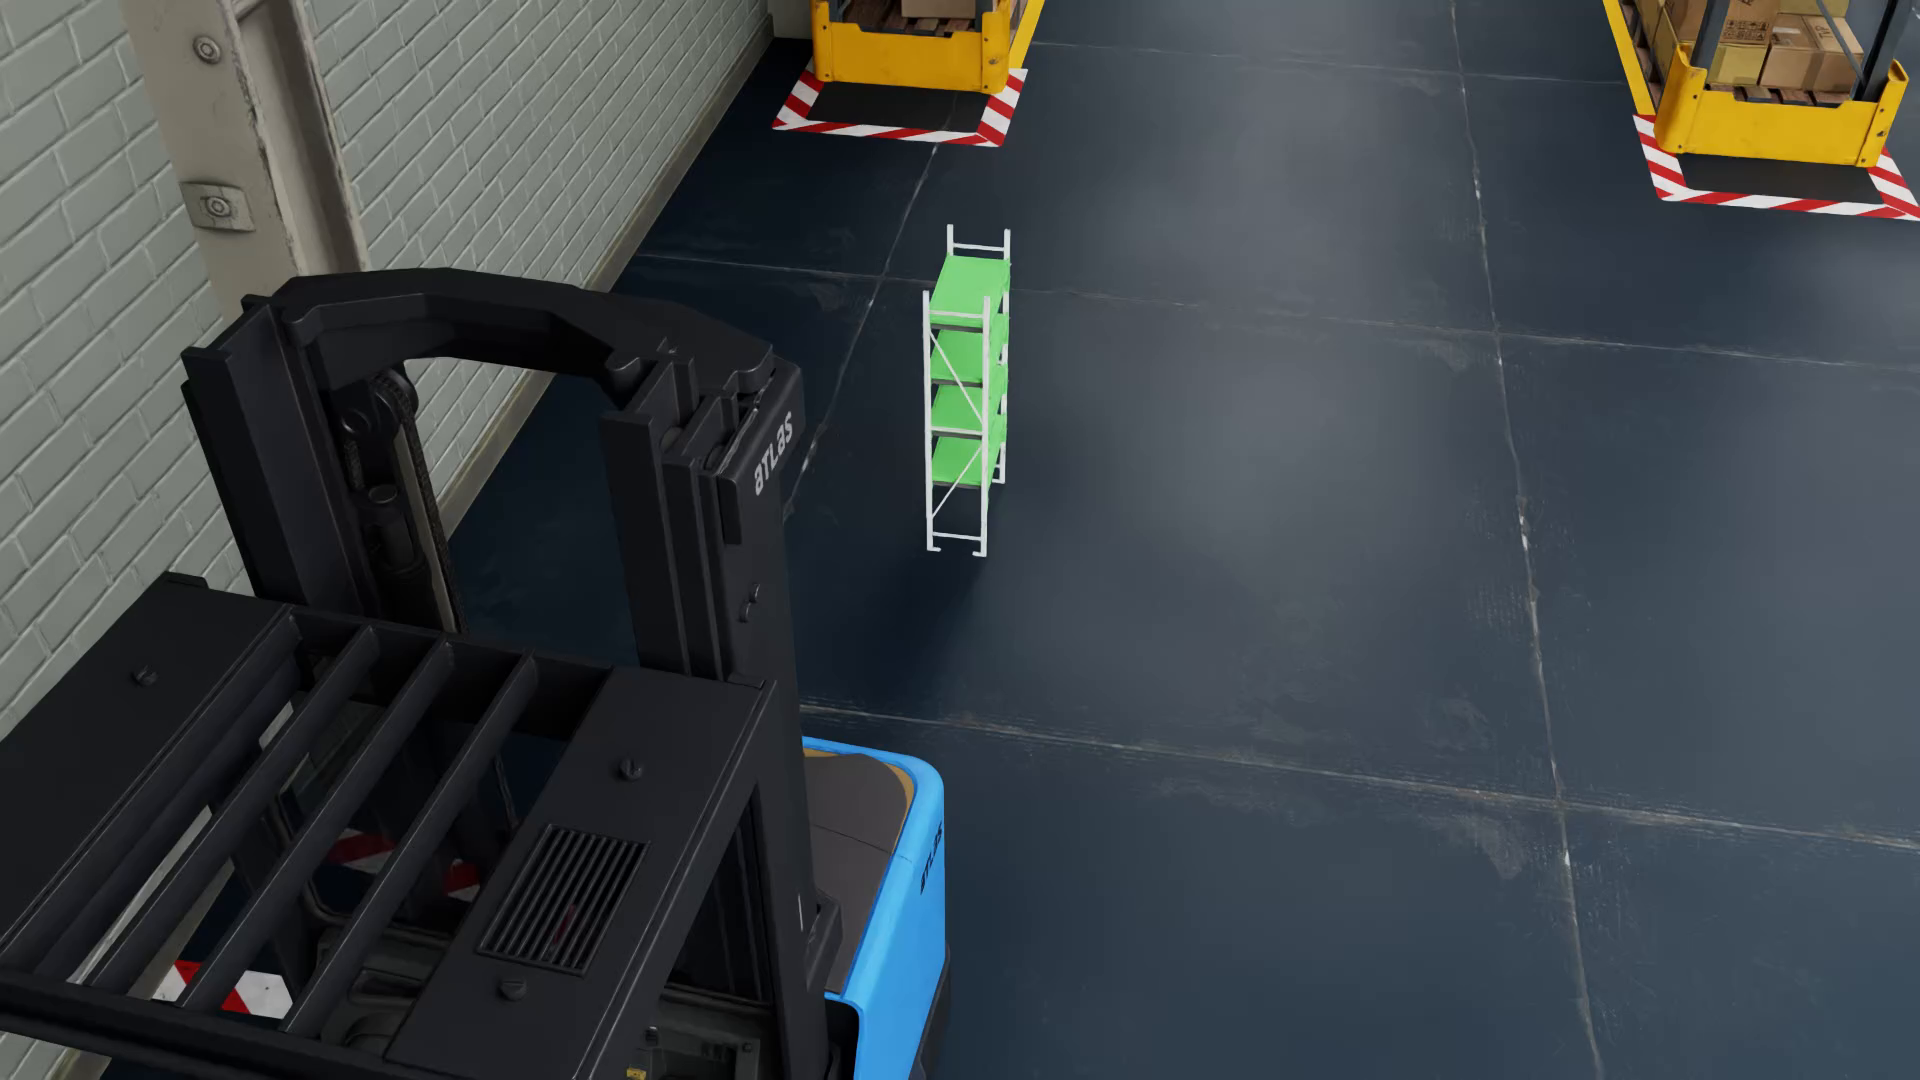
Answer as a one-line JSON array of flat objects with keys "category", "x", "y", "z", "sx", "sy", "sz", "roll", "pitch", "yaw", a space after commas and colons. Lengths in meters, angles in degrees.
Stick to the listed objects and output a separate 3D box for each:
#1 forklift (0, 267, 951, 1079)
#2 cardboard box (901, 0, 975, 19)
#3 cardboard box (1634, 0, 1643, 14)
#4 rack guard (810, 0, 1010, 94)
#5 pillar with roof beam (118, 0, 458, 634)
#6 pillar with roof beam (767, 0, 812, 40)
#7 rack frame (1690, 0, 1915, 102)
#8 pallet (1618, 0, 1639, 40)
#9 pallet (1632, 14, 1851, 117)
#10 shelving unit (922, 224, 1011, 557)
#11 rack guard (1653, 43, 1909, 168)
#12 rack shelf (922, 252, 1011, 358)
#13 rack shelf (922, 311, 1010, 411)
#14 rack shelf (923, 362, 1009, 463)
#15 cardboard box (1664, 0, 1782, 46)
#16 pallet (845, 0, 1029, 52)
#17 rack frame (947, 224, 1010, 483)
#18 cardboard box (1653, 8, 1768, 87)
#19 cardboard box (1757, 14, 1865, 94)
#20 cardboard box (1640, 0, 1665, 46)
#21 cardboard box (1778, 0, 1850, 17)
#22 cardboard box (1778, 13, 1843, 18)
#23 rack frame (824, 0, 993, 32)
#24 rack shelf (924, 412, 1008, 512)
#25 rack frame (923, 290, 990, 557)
[{"category": "forklift", "x": -0.882, "y": 1.114, "z": 3.102, "sx": 1.130, "sy": 2.935, "sz": 3.031, "roll": 9, "pitch": 40, "yaw": 11}, {"category": "cardboard box", "x": -0.100, "y": -3.512, "z": 10.409, "sx": 0.500, "sy": 0.311, "sz": 0.500, "roll": 2, "pitch": 40, "yaw": 3}, {"category": "cardboard box", "x": 4.532, "y": -3.511, "z": 10.471, "sx": 0.500, "sy": 0.250, "sz": 0.500, "roll": 6, "pitch": 40, "yaw": 8}, {"category": "rack guard", "x": -0.296, "y": -3.039, "z": 10.033, "sx": 1.175, "sy": 0.500, "sz": 0.348, "roll": 6, "pitch": 40, "yaw": 8}, {"category": "pillar with roof beam", "x": 2.162, "y": -2.561, "z": 2.786, "sx": 9.100, "sy": 9.000, "sz": 0.400, "roll": 6, "pitch": 40, "yaw": 8}, {"category": "pillar with roof beam", "x": 3.200, "y": -6.327, "z": 7.340, "sx": 9.100, "sy": 9.000, "sz": 0.400, "roll": 6, "pitch": 40, "yaw": 8}, {"category": "rack frame", "x": 4.571, "y": -3.411, "z": 8.521, "sx": 1.000, "sy": 3.000, "sz": 0.127, "roll": 6, "pitch": 40, "yaw": 8}, {"category": "pallet", "x": 4.875, "y": -3.584, "z": 10.919, "sx": 1.003, "sy": 0.211, "sz": 1.213, "roll": 6, "pitch": 40, "yaw": 8}, {"category": "pallet", "x": 4.662, "y": -2.821, "z": 9.996, "sx": 1.003, "sy": 0.211, "sz": 1.213, "roll": 6, "pitch": 40, "yaw": 8}, {"category": "shelving unit", "x": 0.029, "y": -0.566, "z": 6.493, "sx": 0.258, "sy": 1.200, "sz": 0.503, "roll": 6, "pitch": 40, "yaw": 8}, {"category": "rack guard", "x": 4.567, "y": -2.432, "z": 9.300, "sx": 1.175, "sy": 0.500, "sz": 0.348, "roll": 6, "pitch": 40, "yaw": 8}, {"category": "rack shelf", "x": 0.029, "y": -0.887, "z": 6.228, "sx": 0.258, "sy": 0.148, "sz": 0.480, "roll": 6, "pitch": 40, "yaw": 8}, {"category": "rack shelf", "x": 0.029, "y": -0.702, "z": 6.381, "sx": 0.258, "sy": 0.148, "sz": 0.480, "roll": 6, "pitch": 40, "yaw": 8}, {"category": "rack shelf", "x": 0.029, "y": -0.517, "z": 6.534, "sx": 0.258, "sy": 0.148, "sz": 0.480, "roll": 6, "pitch": 40, "yaw": 8}, {"category": "cardboard box", "x": 4.371, "y": -3.171, "z": 9.472, "sx": 0.500, "sy": 0.500, "sz": 0.500, "roll": 6, "pitch": 40, "yaw": 8}, {"category": "pallet", "x": -0.120, "y": -3.434, "z": 10.737, "sx": 1.003, "sy": 0.211, "sz": 1.213, "roll": 6, "pitch": 40, "yaw": 8}, {"category": "rack frame", "x": 0.071, "y": -0.719, "z": 6.679, "sx": 0.240, "sy": 1.200, "sz": 0.015, "roll": 6, "pitch": 40, "yaw": 8}, {"category": "cardboard box", "x": 4.373, "y": -2.882, "z": 9.710, "sx": 0.500, "sy": 0.250, "sz": 0.500, "roll": 6, "pitch": 40, "yaw": 8}, {"category": "cardboard box", "x": 4.883, "y": -2.825, "z": 9.641, "sx": 0.500, "sy": 0.250, "sz": 0.500, "roll": 6, "pitch": 40, "yaw": 8}, {"category": "cardboard box", "x": 4.447, "y": -3.197, "z": 10.091, "sx": 0.500, "sy": 0.250, "sz": 0.500, "roll": 6, "pitch": 40, "yaw": 8}, {"category": "cardboard box", "x": 4.967, "y": -3.428, "z": 9.782, "sx": 0.500, "sy": 0.500, "sz": 0.500, "roll": 6, "pitch": 40, "yaw": 8}, {"category": "cardboard box", "x": 4.966, "y": -3.139, "z": 10.021, "sx": 0.500, "sy": 0.250, "sz": 0.500, "roll": 6, "pitch": 40, "yaw": 8}, {"category": "rack frame", "x": -0.309, "y": -3.955, "z": 9.179, "sx": 1.000, "sy": 3.000, "sz": 0.127, "roll": 6, "pitch": 40, "yaw": 8}, {"category": "rack shelf", "x": 0.029, "y": -0.332, "z": 6.687, "sx": 0.258, "sy": 0.148, "sz": 0.480, "roll": 6, "pitch": 40, "yaw": 8}, {"category": "rack frame", "x": -0.014, "y": -0.413, "z": 6.308, "sx": 0.240, "sy": 1.200, "sz": 0.015, "roll": 6, "pitch": 40, "yaw": 8}]
